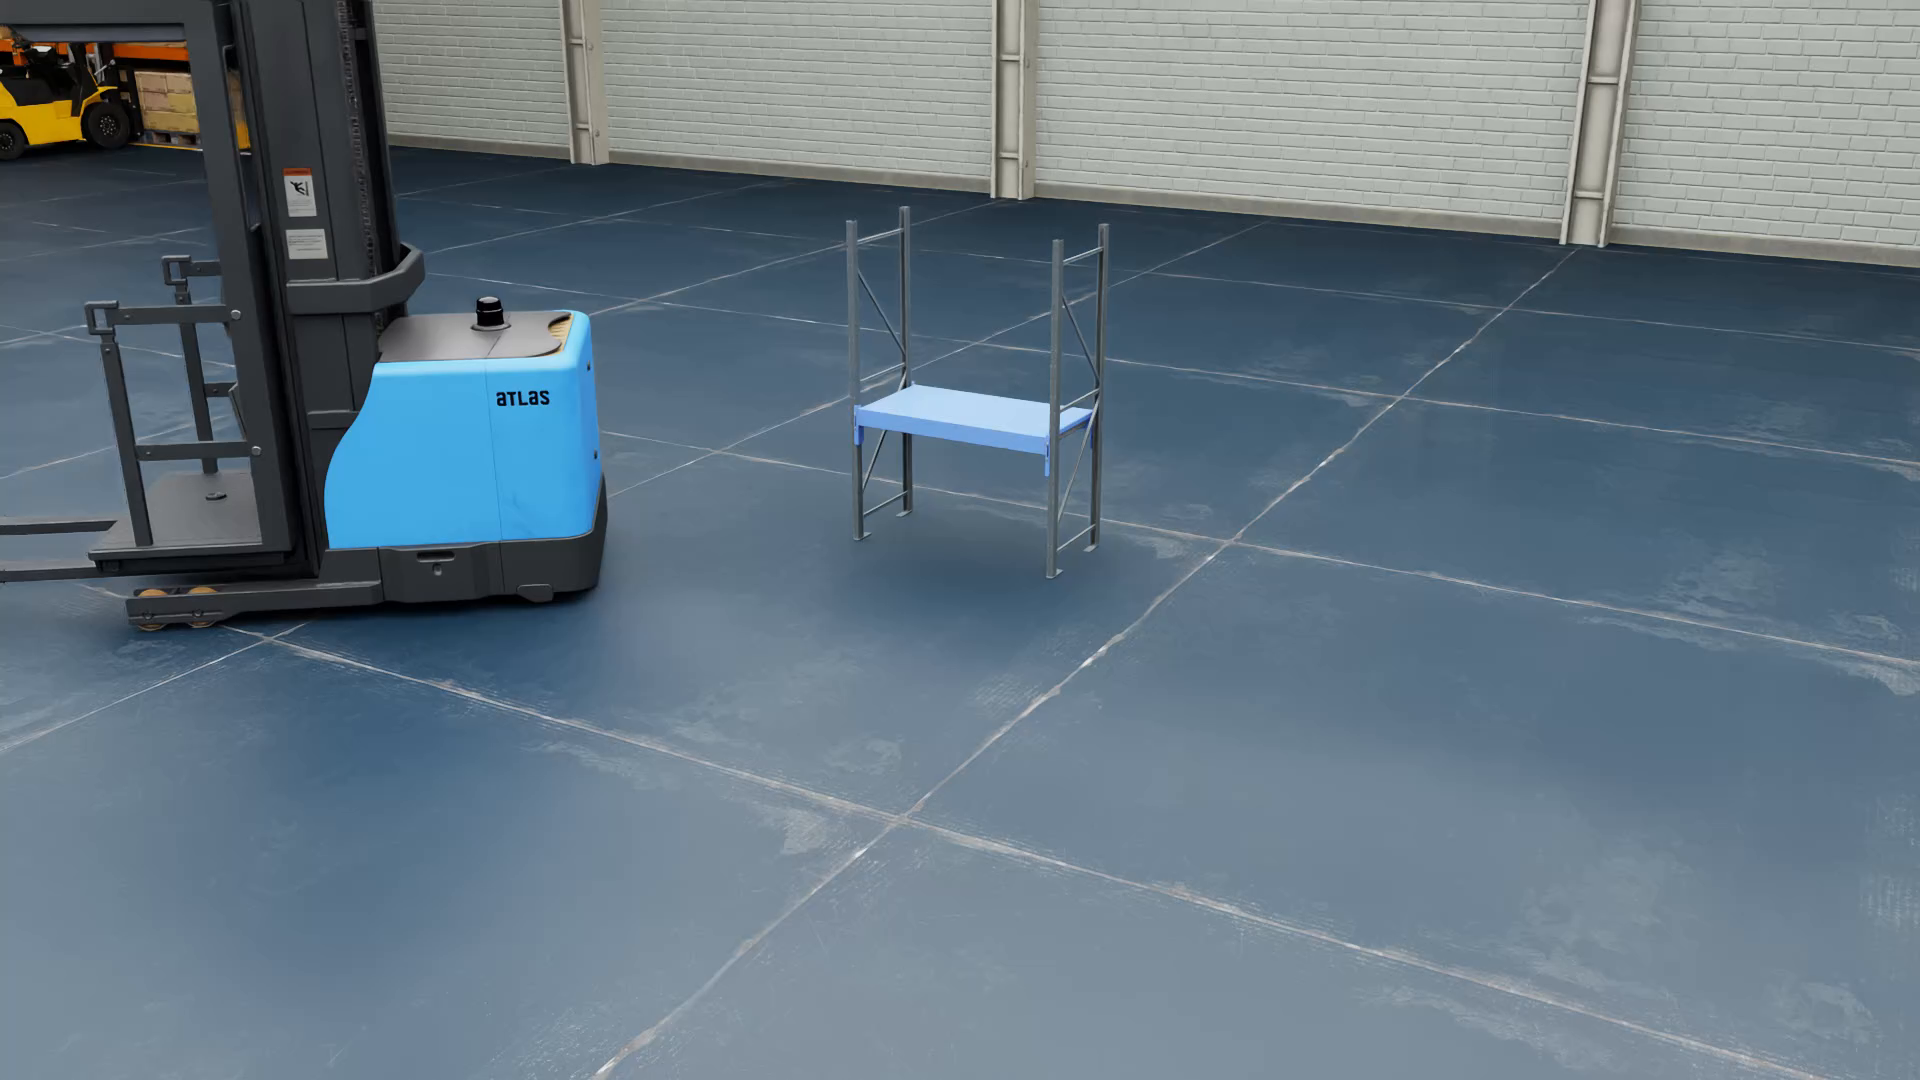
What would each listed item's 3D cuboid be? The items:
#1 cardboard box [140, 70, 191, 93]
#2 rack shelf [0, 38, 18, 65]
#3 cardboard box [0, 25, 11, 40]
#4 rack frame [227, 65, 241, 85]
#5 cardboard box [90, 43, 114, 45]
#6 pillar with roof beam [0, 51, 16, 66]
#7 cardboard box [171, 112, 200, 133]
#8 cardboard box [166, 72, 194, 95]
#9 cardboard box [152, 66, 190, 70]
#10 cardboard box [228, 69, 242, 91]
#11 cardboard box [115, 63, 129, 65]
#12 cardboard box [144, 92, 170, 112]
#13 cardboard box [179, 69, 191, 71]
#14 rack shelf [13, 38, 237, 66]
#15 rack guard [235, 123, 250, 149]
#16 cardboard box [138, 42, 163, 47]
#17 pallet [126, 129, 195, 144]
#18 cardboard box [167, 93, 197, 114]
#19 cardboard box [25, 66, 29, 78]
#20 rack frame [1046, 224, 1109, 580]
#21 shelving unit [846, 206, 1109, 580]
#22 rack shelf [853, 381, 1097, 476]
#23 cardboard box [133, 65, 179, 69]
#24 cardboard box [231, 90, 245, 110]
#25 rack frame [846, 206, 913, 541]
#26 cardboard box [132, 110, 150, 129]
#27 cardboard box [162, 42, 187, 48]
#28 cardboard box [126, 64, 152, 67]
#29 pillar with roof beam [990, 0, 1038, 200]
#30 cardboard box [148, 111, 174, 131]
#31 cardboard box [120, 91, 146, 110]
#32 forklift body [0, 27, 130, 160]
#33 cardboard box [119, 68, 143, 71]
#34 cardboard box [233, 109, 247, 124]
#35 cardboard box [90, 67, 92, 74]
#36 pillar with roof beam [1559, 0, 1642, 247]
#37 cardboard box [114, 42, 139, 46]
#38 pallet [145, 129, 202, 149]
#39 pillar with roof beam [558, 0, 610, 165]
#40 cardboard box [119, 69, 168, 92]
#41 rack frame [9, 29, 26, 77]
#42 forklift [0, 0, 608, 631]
[{"bbox_3d":[-10.732,-6.227,22.583,0.500,0.250,0.500,11,23,28],"label":"cardboard box"},{"bbox_3d":[-14.968,-7.445,25.045,4.000,0.370,1.077,11,23,27],"label":"rack shelf"},{"bbox_3d":[-13.789,-7.386,24.048,0.500,0.250,0.500,11,23,29],"label":"cardboard box"},{"bbox_3d":[-9.730,-6.785,22.172,0.127,3.000,1.000,11,23,27],"label":"rack frame"},{"bbox_3d":[-11.627,-7.090,22.867,0.500,0.500,0.500,11,23,28],"label":"cardboard box"},{"bbox_3d":[-17.235,-9.706,21.426,0.400,9.000,9.100,11,23,27],"label":"pillar with roof beam"},{"bbox_3d":[-10.294,-5.674,22.525,0.500,0.250,0.500,11,23,28],"label":"cardboard box"},{"bbox_3d":[-10.284,-6.144,22.354,0.500,0.250,0.500,12,23,29],"label":"cardboard box"},{"bbox_3d":[-10.926,-6.465,23.239,0.500,0.250,0.500,11,22,27],"label":"cardboard box"},{"bbox_3d":[-10.057,-6.296,22.774,0.500,0.250,0.500,10,22,26],"label":"cardboard box"},{"bbox_3d":[-12.248,-6.721,23.946,0.500,0.250,0.500,10,22,27],"label":"cardboard box"},{"bbox_3d":[-10.740,-6.000,22.689,0.500,0.250,0.500,11,22,27],"label":"cardboard box"},{"bbox_3d":[-10.495,-6.378,23.001,0.500,0.250,0.500,11,23,27],"label":"cardboard box"},{"bbox_3d":[-11.476,-6.780,23.212,4.000,0.370,1.077,11,23,27],"label":"rack shelf"},{"bbox_3d":[-9.709,-5.606,22.587,0.348,0.500,1.175,11,23,27],"label":"rack guard"},{"bbox_3d":[-10.736,-6.925,22.410,0.500,0.500,0.500,12,23,29],"label":"cardboard box"},{"bbox_3d":[-11.479,-5.792,23.524,1.213,0.211,1.003,11,23,27],"label":"pallet"},{"bbox_3d":[-10.307,-5.913,22.451,0.500,0.250,0.500,10,22,27],"label":"cardboard box"},{"bbox_3d":[-12.952,-6.652,23.753,0.500,0.250,0.500,10,22,26],"label":"cardboard box"},{"bbox_3d":[0.518,-0.606,7.337,0.032,1.500,0.500,11,23,27],"label":"rack frame"},{"bbox_3d":[0.074,-0.691,7.570,1.048,1.500,0.538,11,23,27],"label":"shelving unit"},{"bbox_3d":[0.074,-0.522,7.632,1.000,0.185,0.538,11,23,27],"label":"rack shelf"},{"bbox_3d":[-11.370,-6.552,23.479,0.500,0.250,0.500,10,22,26],"label":"cardboard box"},{"bbox_3d":[-10.039,-6.065,22.870,0.500,0.250,0.500,11,23,28],"label":"cardboard box"},{"bbox_3d":[-0.369,-0.775,7.803,0.032,1.500,0.500,11,23,27],"label":"rack frame"},{"bbox_3d":[-11.156,-5.846,22.998,0.500,0.250,0.500,11,23,28],"label":"cardboard box"},{"bbox_3d":[-10.287,-6.836,22.165,0.500,0.500,0.500,10,22,26],"label":"cardboard box"},{"bbox_3d":[-11.813,-6.633,23.703,0.500,0.250,0.500,11,23,28],"label":"cardboard box"},{"bbox_3d":[-1.521,-6.712,13.173,0.400,9.000,9.100,11,23,27],"label":"pillar with roof beam"},{"bbox_3d":[-10.723,-5.760,22.761,0.500,0.250,0.500,11,23,27],"label":"cardboard box"},{"bbox_3d":[-11.201,-6.079,22.909,0.500,0.250,0.500,10,22,26],"label":"cardboard box"},{"bbox_3d":[-12.275,-6.159,21.689,1.214,2.155,2.313,11,23,27],"label":"forklift body"},{"bbox_3d":[-11.616,-6.395,23.045,0.500,0.250,0.500,10,22,26],"label":"cardboard box"},{"bbox_3d":[-10.063,-5.830,22.955,0.500,0.250,0.500,11,23,28],"label":"cardboard box"},{"bbox_3d":[-12.071,-6.484,23.292,0.500,0.250,0.500,12,23,29],"label":"cardboard box"},{"bbox_3d":[3.717,-5.715,10.423,0.400,9.000,9.100,11,23,27],"label":"pillar with roof beam"},{"bbox_3d":[-11.183,-7.010,22.645,0.500,0.500,0.500,10,22,26],"label":"cardboard box"},{"bbox_3d":[-10.418,-5.589,22.964,1.213,0.211,1.003,11,23,27],"label":"pallet"},{"bbox_3d":[-6.759,-7.710,15.924,0.400,9.000,9.100,11,23,27],"label":"pillar with roof beam"},{"bbox_3d":[-11.178,-6.308,22.806,0.500,0.250,0.500,11,23,28],"label":"cardboard box"},{"bbox_3d":[-13.222,-7.451,24.006,0.127,3.000,1.000,11,23,27],"label":"rack frame"},{"bbox_3d":[-3.120,-1.198,6.870,3.031,2.935,1.130,-3,20,-8],"label":"forklift"}]
